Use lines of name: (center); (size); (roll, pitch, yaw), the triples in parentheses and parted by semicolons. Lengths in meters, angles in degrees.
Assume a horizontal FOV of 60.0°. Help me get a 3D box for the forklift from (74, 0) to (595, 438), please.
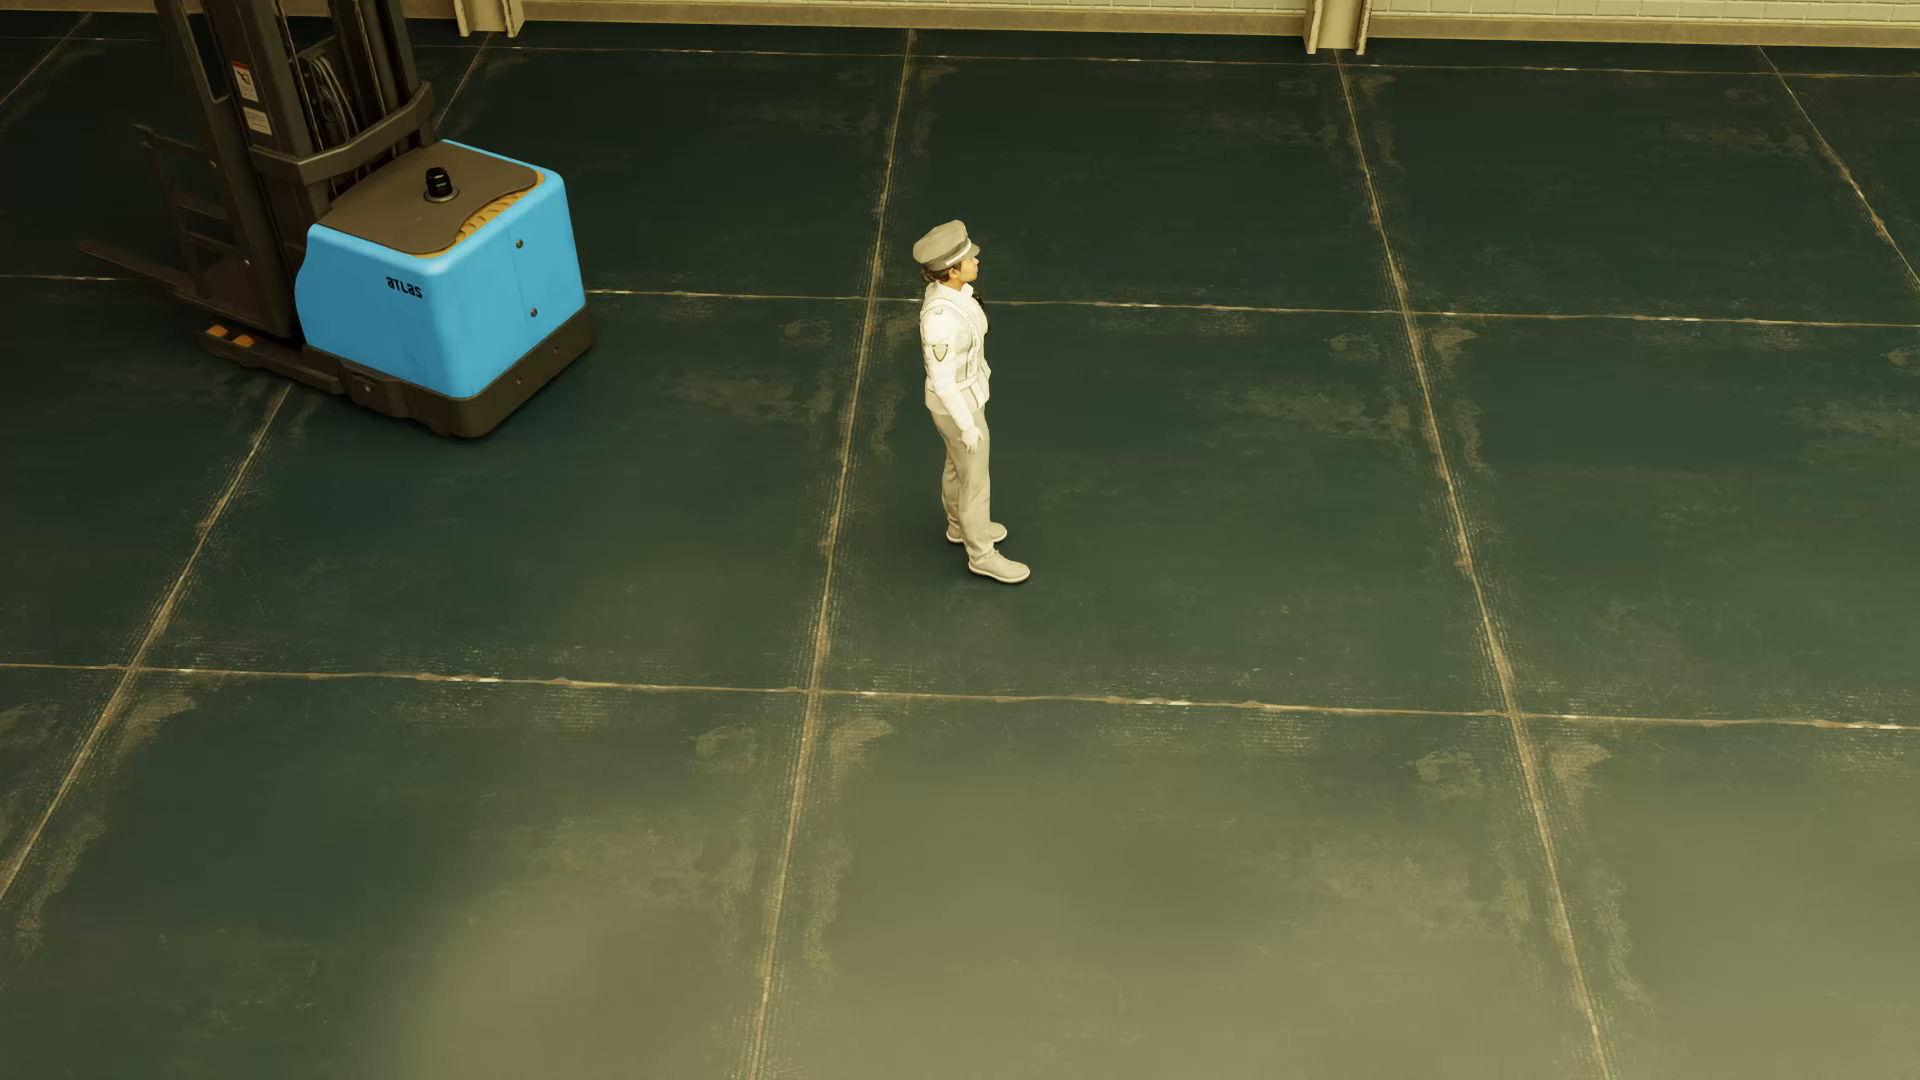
forklift: (-3.522, -2.307, 8.270); (3.031, 2.935, 1.130); (20, 46, 20)

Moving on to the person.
person: (0.068, -0.623, 7.334); (0.531, 1.691, 0.588); (2, 42, 2)
